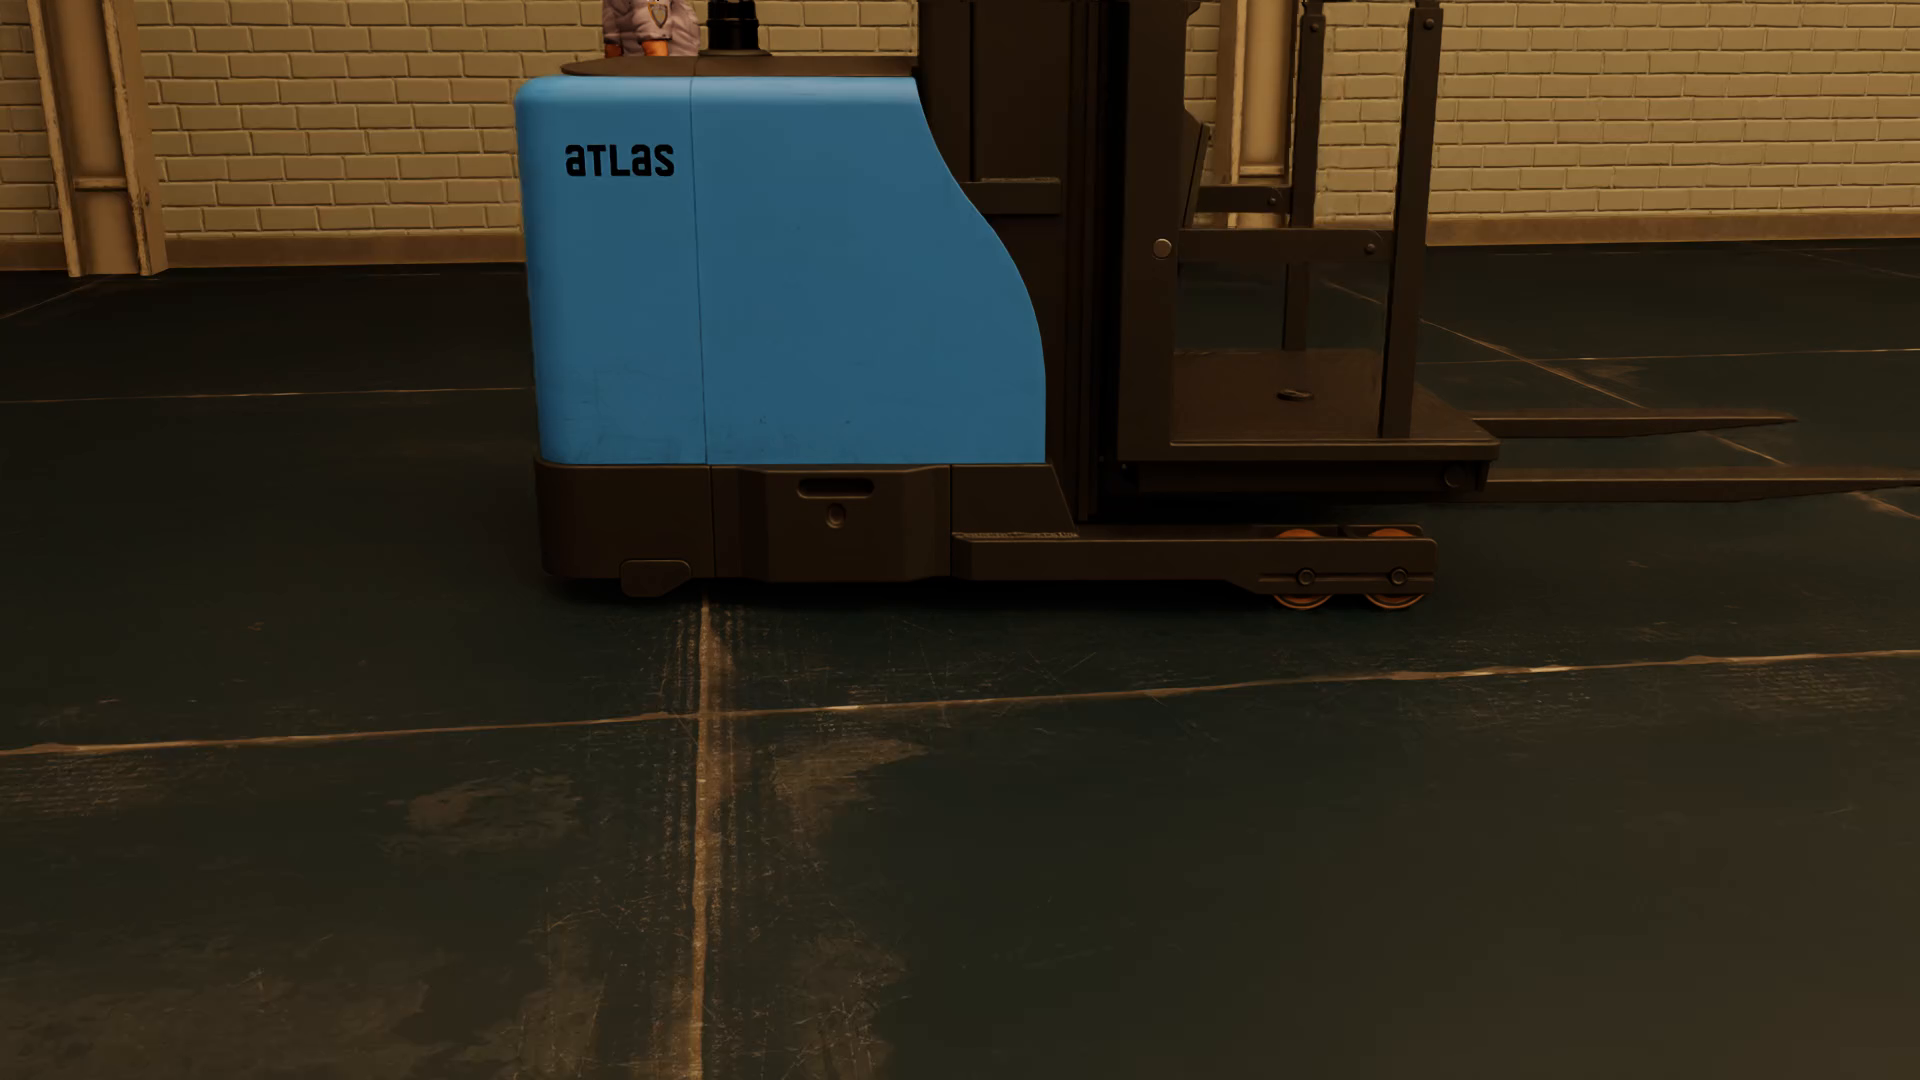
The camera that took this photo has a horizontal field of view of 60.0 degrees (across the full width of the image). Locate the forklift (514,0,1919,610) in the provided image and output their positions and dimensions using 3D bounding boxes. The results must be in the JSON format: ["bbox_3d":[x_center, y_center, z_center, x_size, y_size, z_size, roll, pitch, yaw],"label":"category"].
[{"bbox_3d":[0.619,-1.411,3.568,3.031,2.935,1.130,0,17,-1],"label":"forklift"}]

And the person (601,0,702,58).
[{"bbox_3d":[-1.162,-1.616,6.481,0.379,1.651,0.549,-10,20,-30],"label":"person"}]
